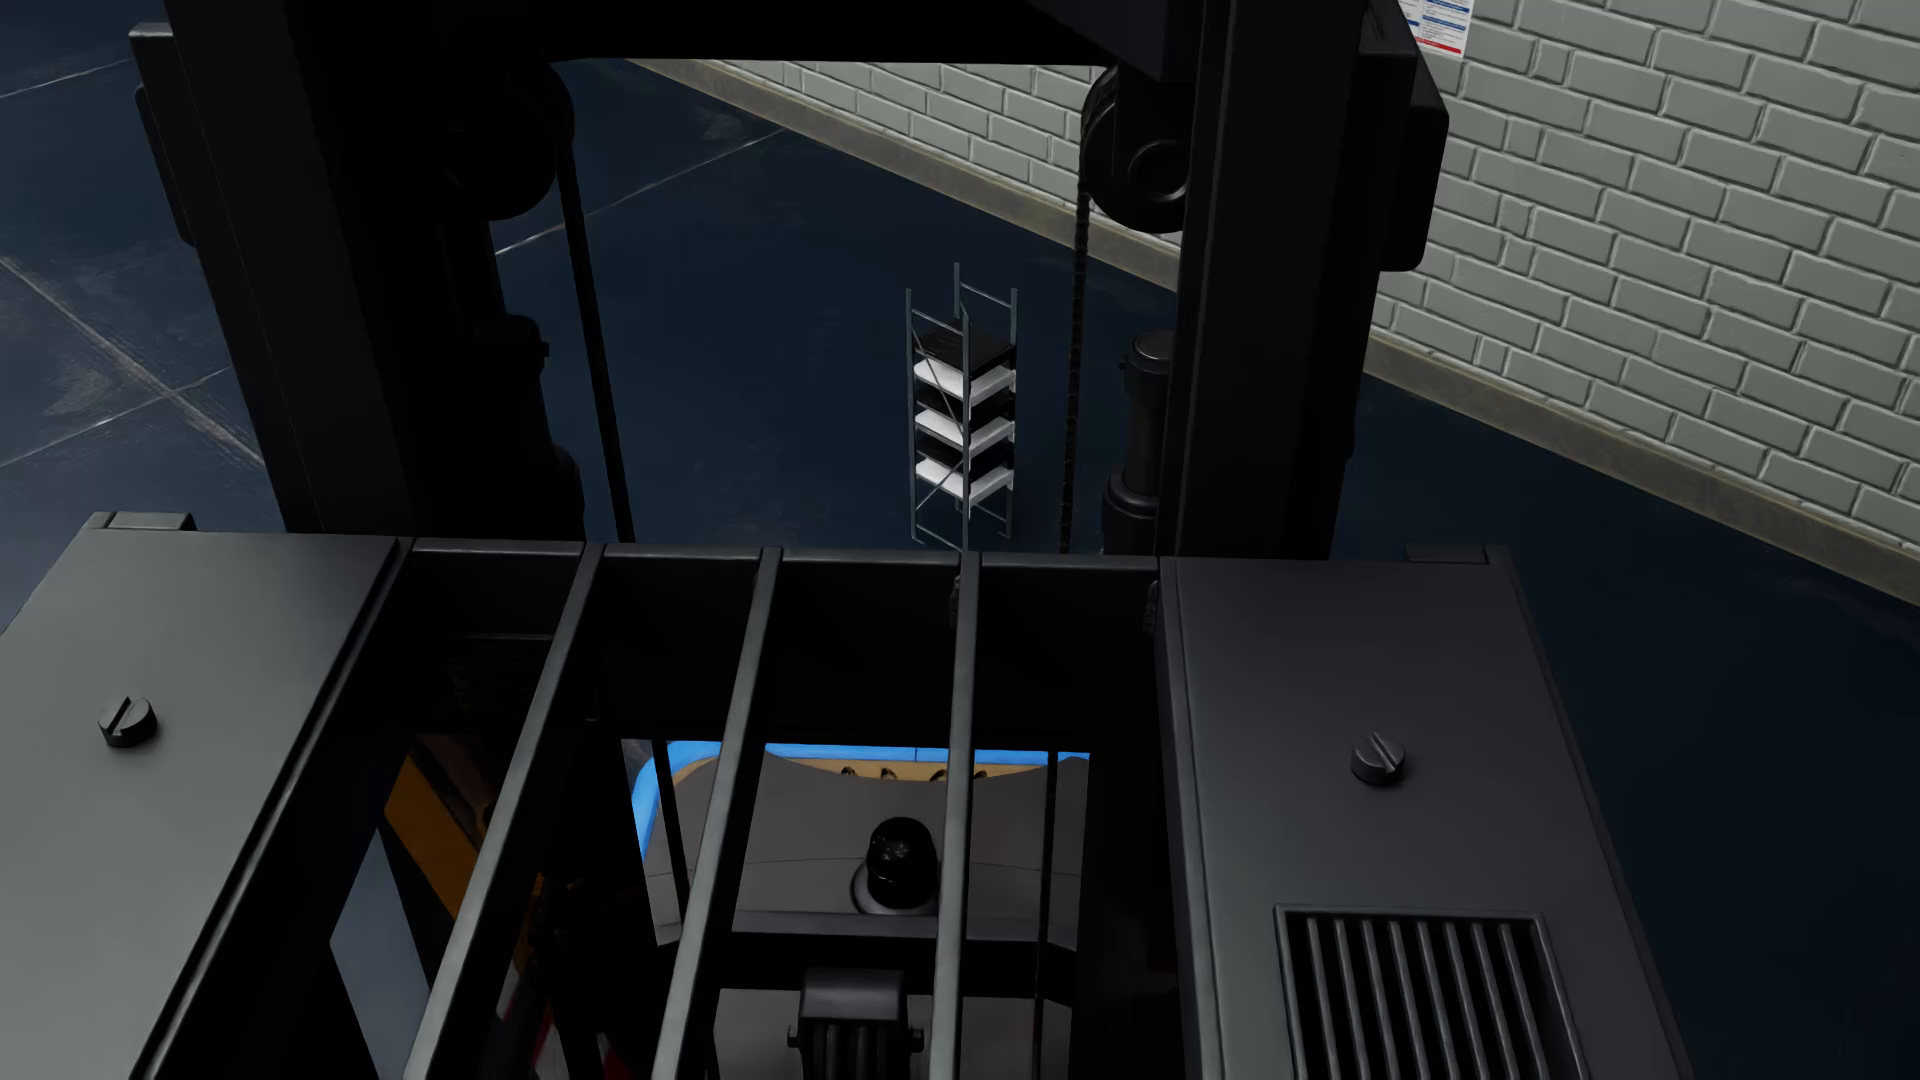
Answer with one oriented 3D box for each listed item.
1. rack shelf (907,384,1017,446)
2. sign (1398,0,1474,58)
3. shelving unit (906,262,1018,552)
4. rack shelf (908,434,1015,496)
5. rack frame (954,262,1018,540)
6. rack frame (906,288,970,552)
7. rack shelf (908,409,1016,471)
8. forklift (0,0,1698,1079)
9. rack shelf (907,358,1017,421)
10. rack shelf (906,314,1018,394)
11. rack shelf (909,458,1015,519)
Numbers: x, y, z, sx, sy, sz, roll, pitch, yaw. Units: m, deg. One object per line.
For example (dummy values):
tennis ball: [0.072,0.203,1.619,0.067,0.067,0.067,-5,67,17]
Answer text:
rack shelf: [0.005,-0.400,4.939,0.258,0.077,0.200,30,47,32]
sign: [1.455,-1.771,5.143,0.329,0.494,0.001,30,47,32]
shelving unit: [0.005,-0.356,4.975,0.258,0.900,0.210,30,47,32]
rack shelf: [0.005,-0.259,5.051,0.258,0.077,0.200,30,47,32]
rack frame: [0.074,-0.403,5.033,0.240,0.900,0.006,30,47,32]
rack frame: [-0.063,-0.309,4.916,0.240,0.900,0.006,30,47,32]
rack shelf: [0.005,-0.330,4.995,0.258,0.077,0.200,30,47,32]
forklift: [-0.141,0.984,1.658,1.130,2.935,3.031,1,39,2]
rack shelf: [0.005,-0.471,4.883,0.258,0.077,0.200,30,47,32]
rack shelf: [0.005,-0.541,4.827,0.258,0.077,0.200,30,47,32]
rack shelf: [0.005,-0.189,5.107,0.258,0.077,0.200,30,47,32]
